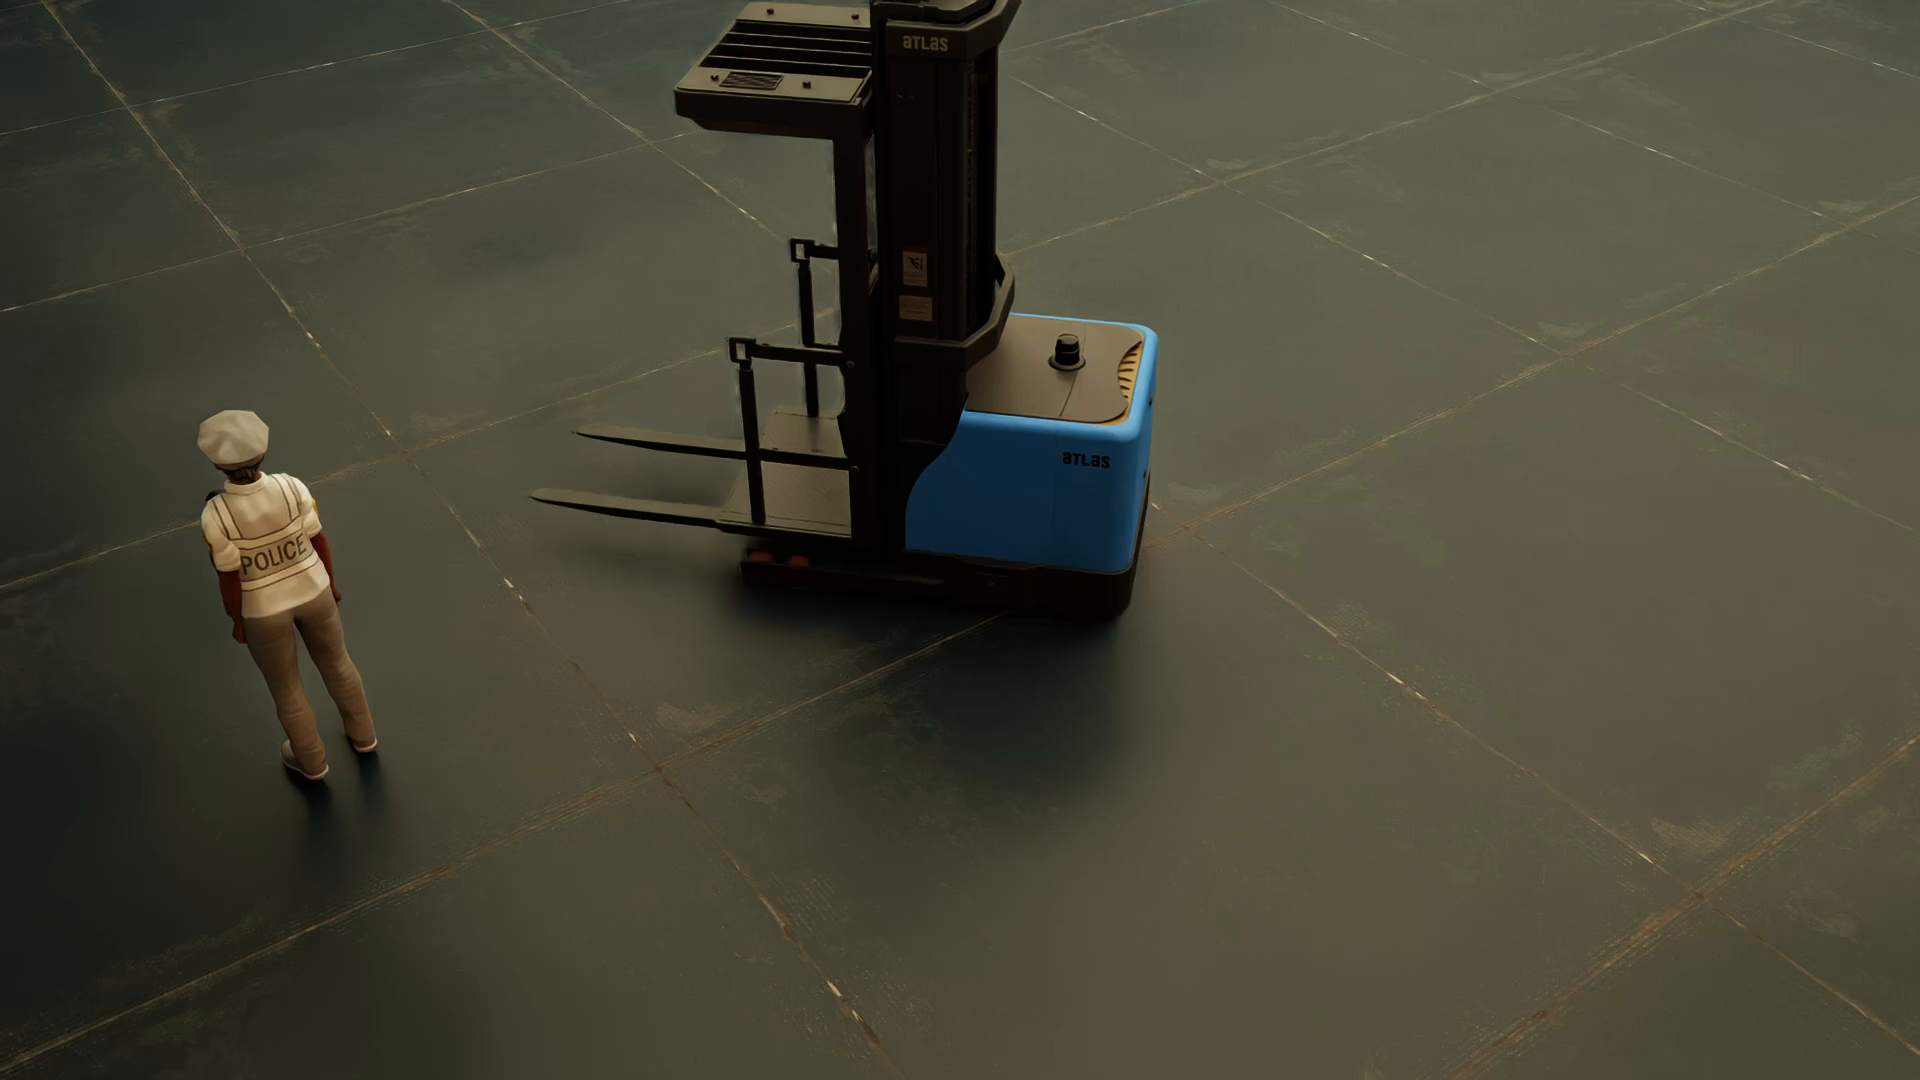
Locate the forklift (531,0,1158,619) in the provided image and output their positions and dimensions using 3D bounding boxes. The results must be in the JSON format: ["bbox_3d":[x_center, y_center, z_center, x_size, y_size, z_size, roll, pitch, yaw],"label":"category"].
[{"bbox_3d":[-0.603,-1.237,7.618,3.031,2.935,1.130,7,37,9],"label":"forklift"}]

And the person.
[{"bbox_3d":[-2.694,0.233,6.620,0.446,1.690,0.336,-27,44,-31],"label":"person"}]
